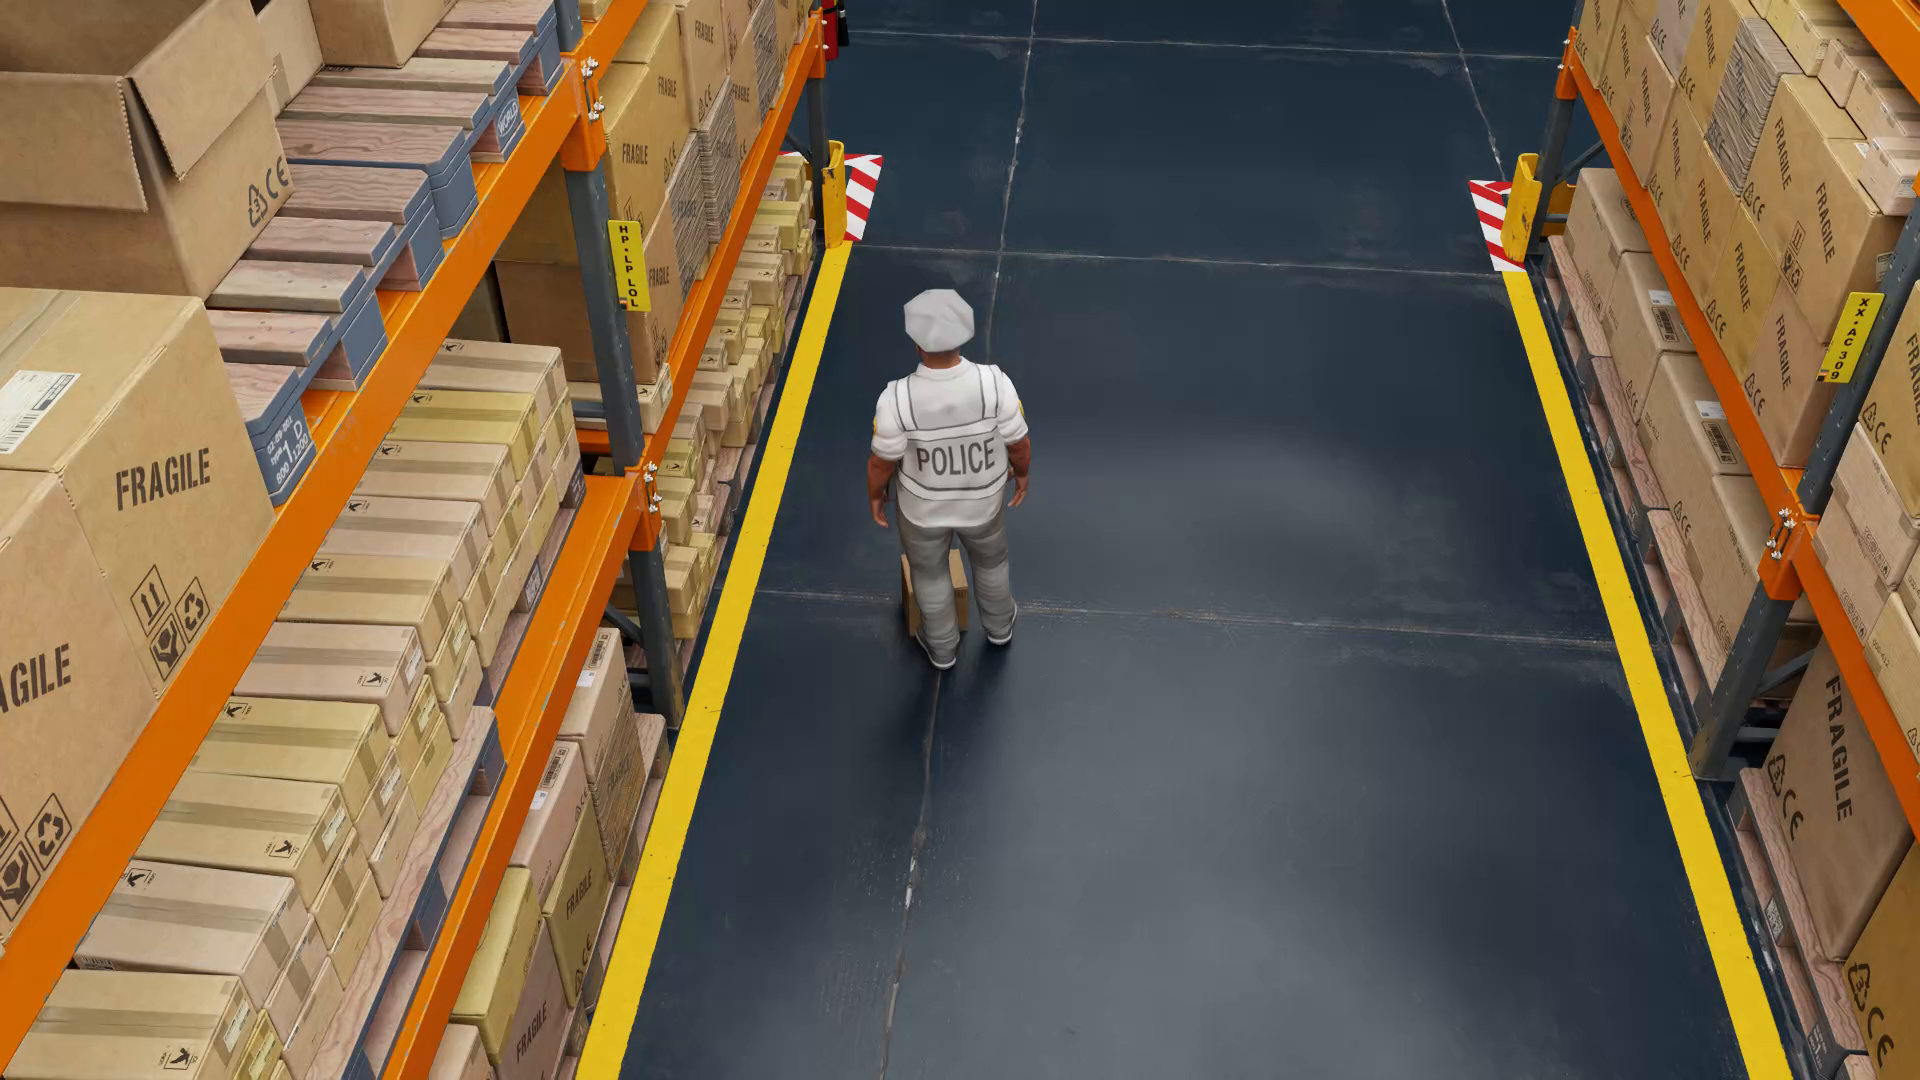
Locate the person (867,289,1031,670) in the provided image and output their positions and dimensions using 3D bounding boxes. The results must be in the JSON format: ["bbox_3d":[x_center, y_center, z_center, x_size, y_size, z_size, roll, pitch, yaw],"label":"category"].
[{"bbox_3d":[-0.046,-0.237,6.398,0.640,1.781,0.575,-5,40,-6],"label":"person"}]
